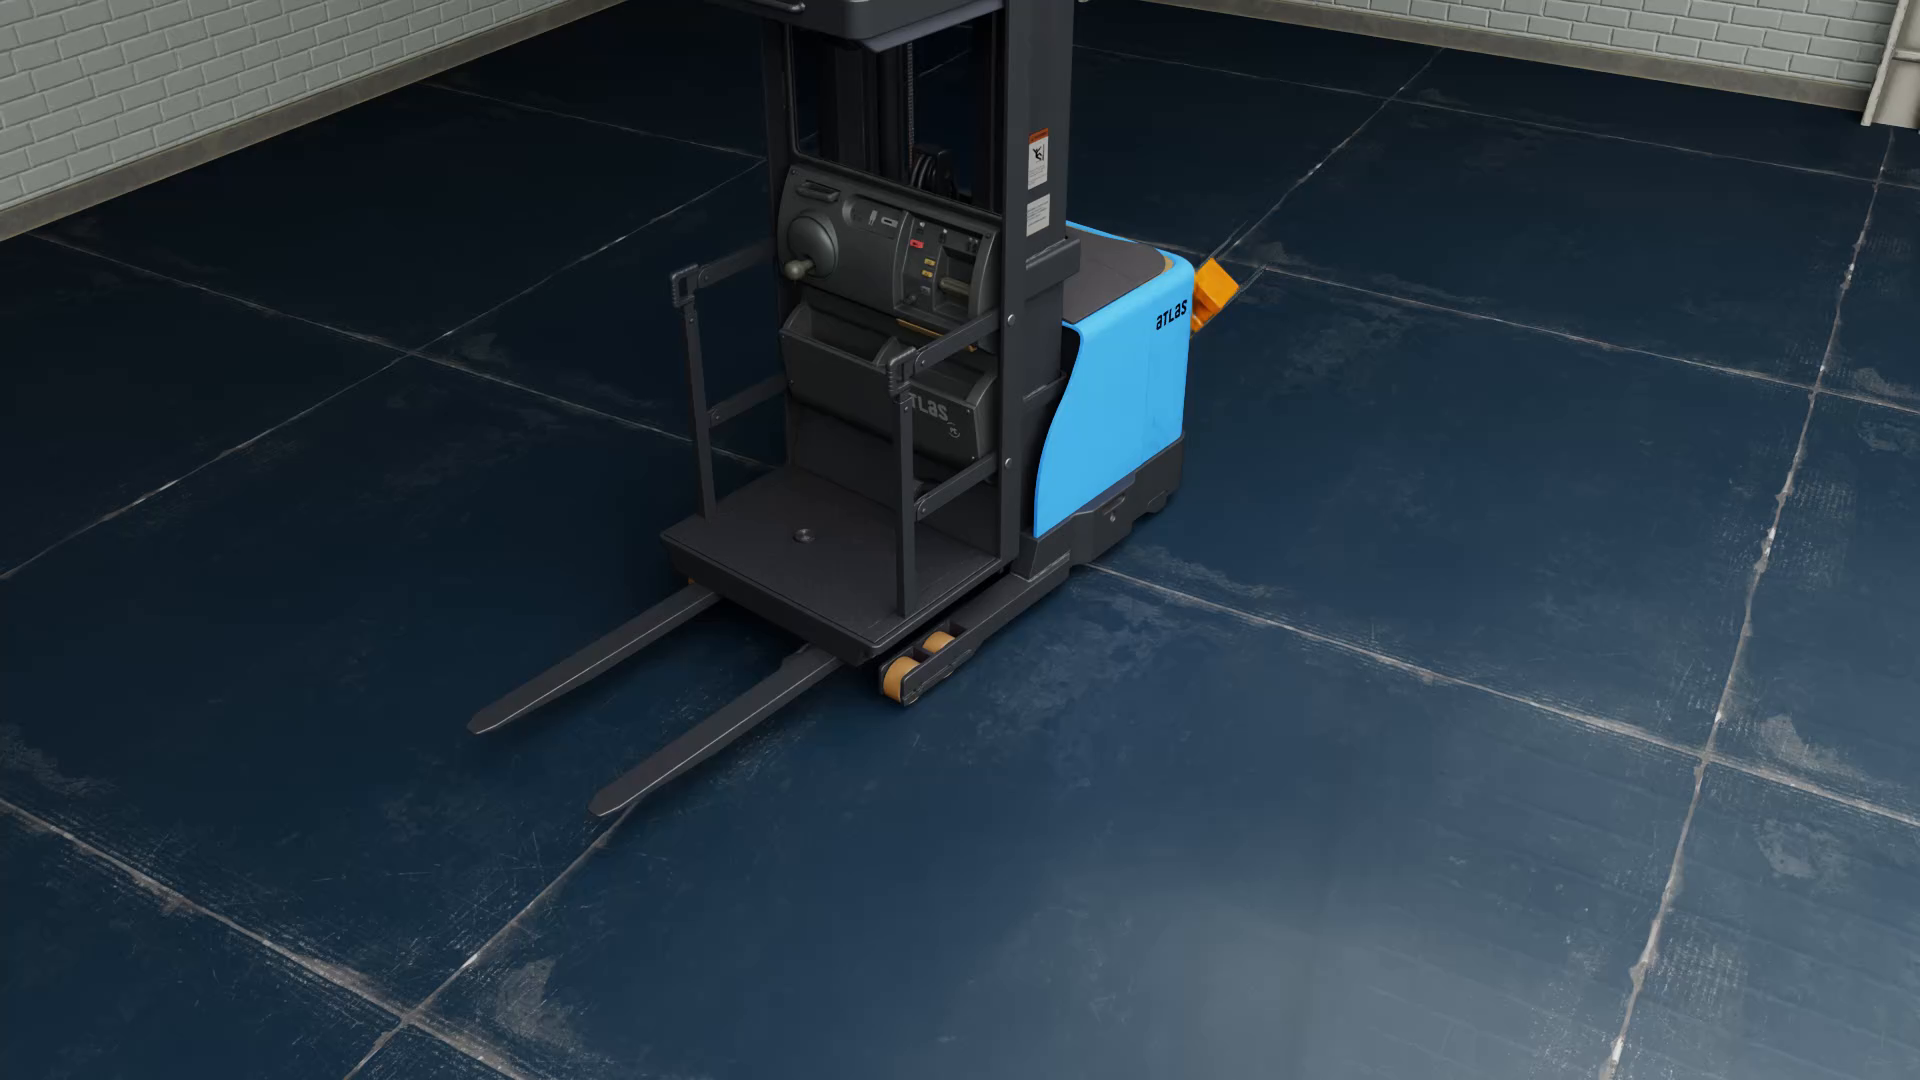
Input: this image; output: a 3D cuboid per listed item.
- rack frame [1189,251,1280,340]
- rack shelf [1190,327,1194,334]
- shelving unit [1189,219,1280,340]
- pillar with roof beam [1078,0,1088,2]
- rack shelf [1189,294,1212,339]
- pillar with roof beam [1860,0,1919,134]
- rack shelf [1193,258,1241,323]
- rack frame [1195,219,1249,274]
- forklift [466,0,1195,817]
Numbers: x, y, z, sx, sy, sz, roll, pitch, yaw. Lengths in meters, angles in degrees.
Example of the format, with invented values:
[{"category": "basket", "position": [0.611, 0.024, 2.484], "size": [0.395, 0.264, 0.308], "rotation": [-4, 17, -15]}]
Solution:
[{"category": "rack frame", "position": [0.925, -0.819, 7.118], "size": [0.006, 1.200, 0.240], "rotation": [45, 42, -3]}, {"category": "rack shelf", "position": [0.902, -0.922, 7.063], "size": [0.180, 0.103, 0.258], "rotation": [45, 42, -3]}, {"category": "shelving unit", "position": [0.860, -0.884, 7.113], "size": [0.189, 1.200, 0.258], "rotation": [45, 42, -3]}, {"category": "pillar with roof beam", "position": [-1.250, -6.042, 7.704], "size": [0.400, 9.000, 9.100], "rotation": [18, 37, 24]}, {"category": "rack shelf", "position": [0.968, -0.983, 6.983], "size": [0.180, 0.103, 0.258], "rotation": [45, 42, -3]}, {"category": "pillar with roof beam", "position": [3.959, -4.392, 5.226], "size": [0.400, 9.000, 9.100], "rotation": [18, 37, 24]}, {"category": "rack shelf", "position": [1.034, -1.043, 6.903], "size": [0.180, 0.103, 0.258], "rotation": [45, 42, -3]}, {"category": "rack frame", "position": [0.796, -0.948, 7.108], "size": [0.006, 1.200, 0.240], "rotation": [45, 42, -3]}, {"category": "forklift", "position": [-0.397, -0.954, 5.538], "size": [1.130, 2.935, 3.031], "rotation": [25, 41, 32]}]
